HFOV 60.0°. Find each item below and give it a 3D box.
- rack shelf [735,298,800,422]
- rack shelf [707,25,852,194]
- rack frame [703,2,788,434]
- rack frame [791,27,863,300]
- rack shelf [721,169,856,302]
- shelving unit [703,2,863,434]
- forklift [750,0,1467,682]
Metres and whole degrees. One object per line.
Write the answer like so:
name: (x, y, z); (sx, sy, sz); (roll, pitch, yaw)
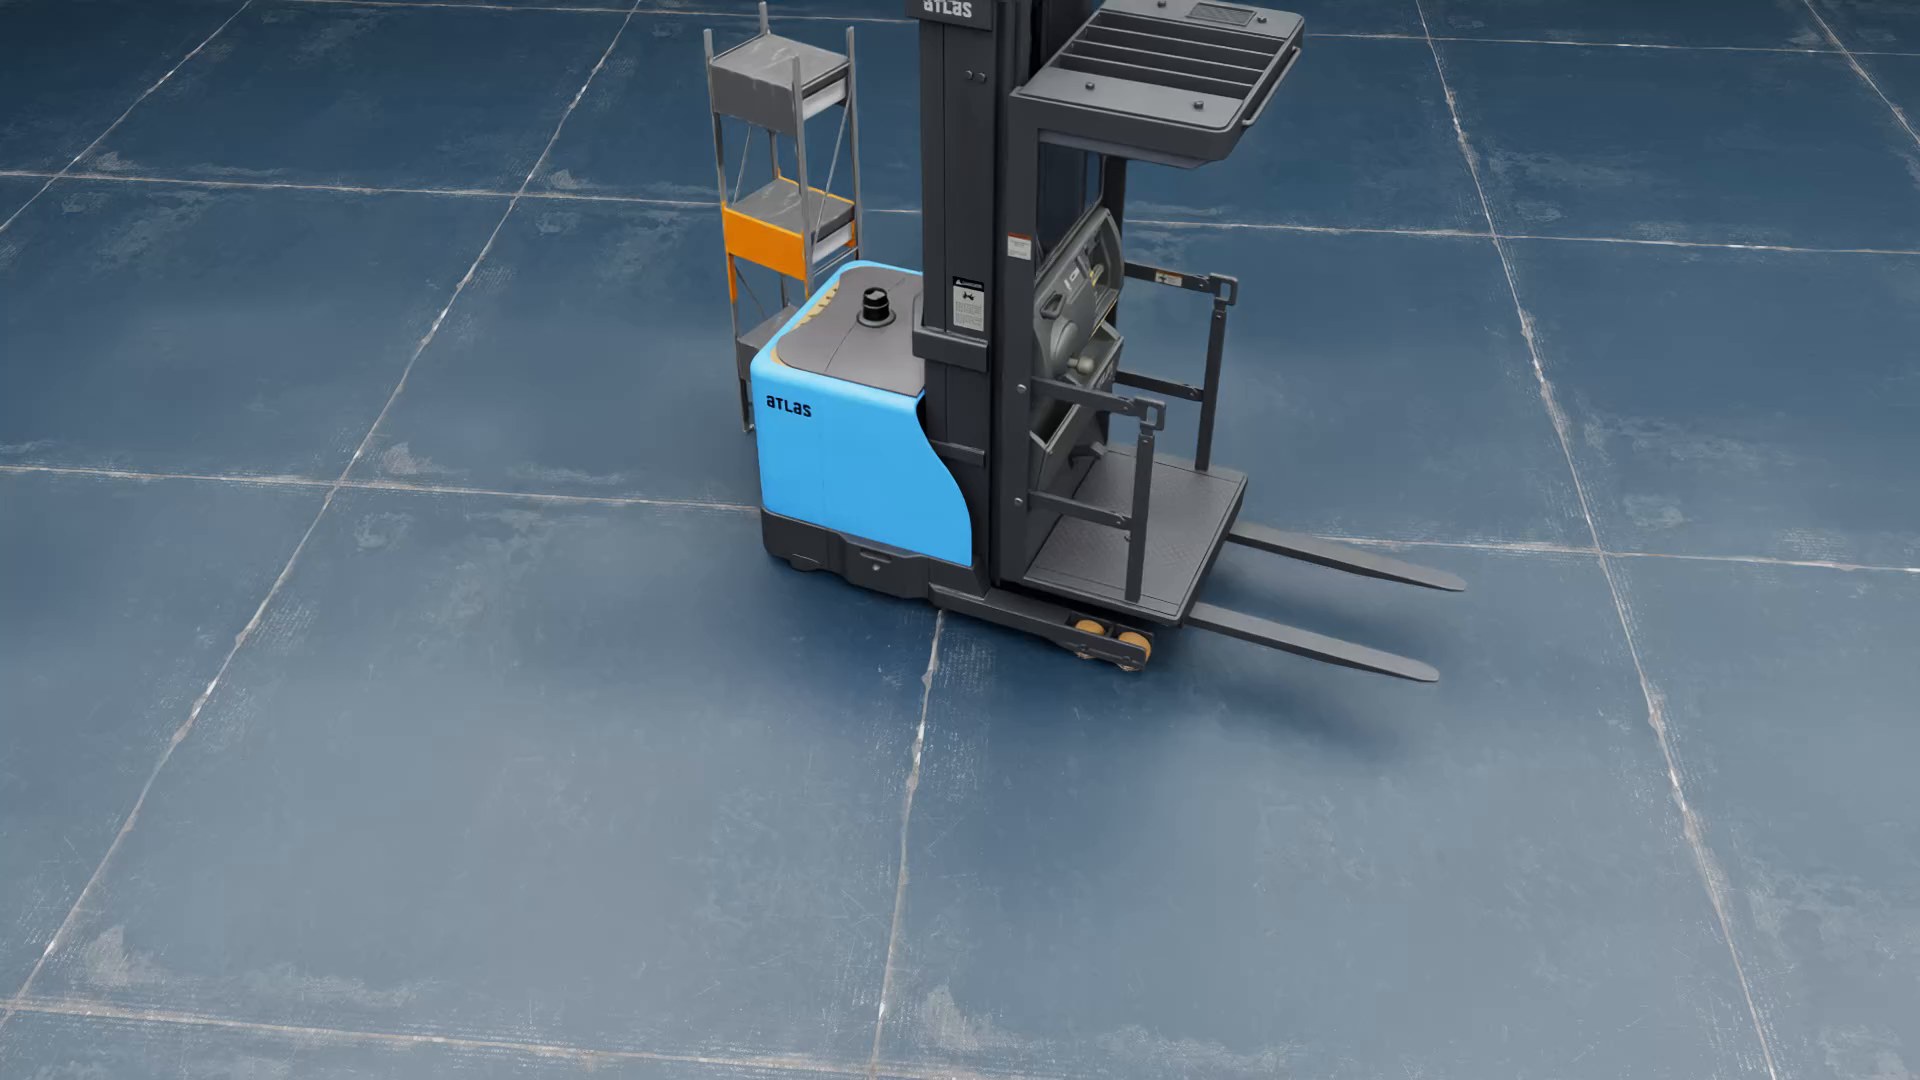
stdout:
rack shelf: (-0.776, -0.816, 8.220); (0.480, 0.518, 0.431); (24, 45, 26)
rack shelf: (-0.776, -1.902, 7.336); (0.480, 0.518, 0.431); (24, 45, 26)
rack frame: (-0.976, -1.458, 7.878); (0.015, 2.100, 0.400); (24, 45, 26)
rack frame: (-0.576, -1.281, 7.661); (0.015, 2.100, 0.400); (24, 45, 26)
rack shelf: (-0.776, -1.359, 7.778); (0.480, 0.518, 0.431); (24, 45, 26)
shelving unit: (-0.776, -1.370, 7.770); (0.503, 2.100, 0.431); (24, 45, 26)
forklift: (0.663, -0.964, 6.612); (3.031, 2.935, 1.130); (15, 42, 18)
